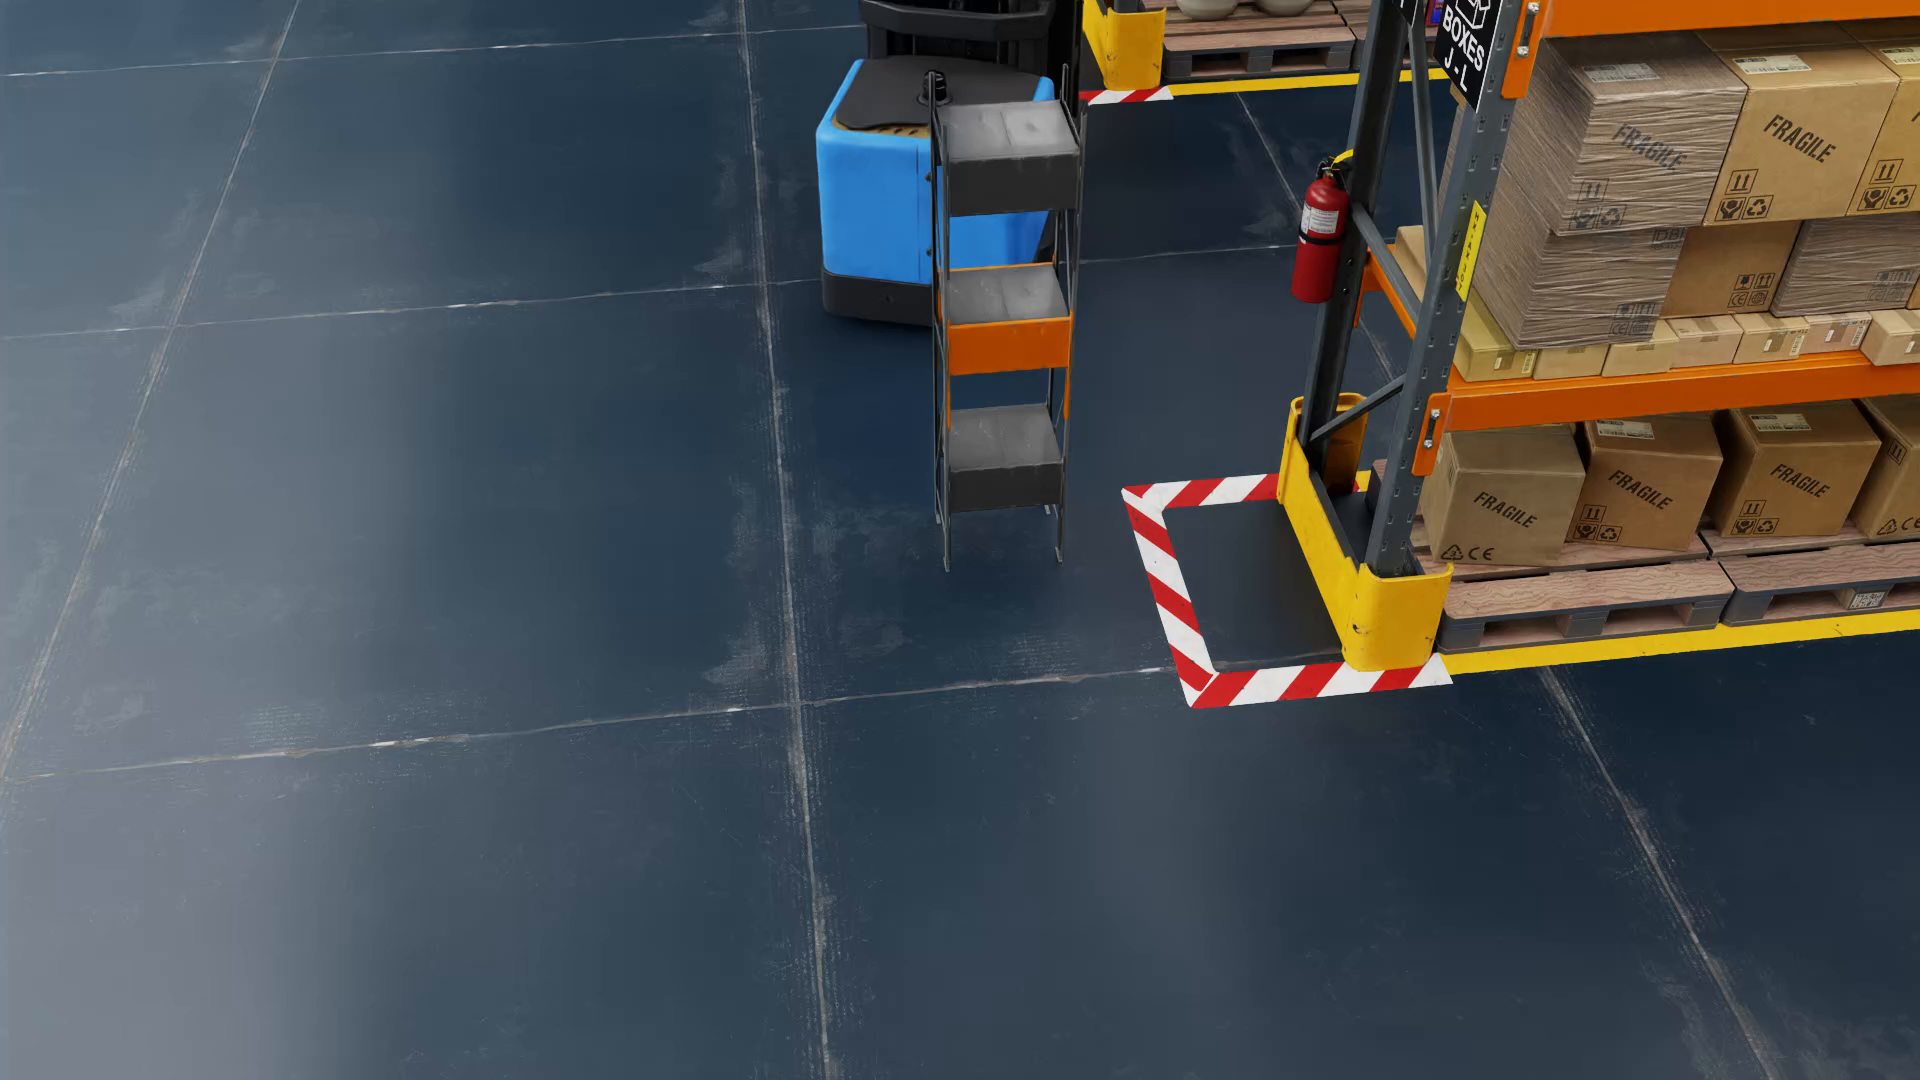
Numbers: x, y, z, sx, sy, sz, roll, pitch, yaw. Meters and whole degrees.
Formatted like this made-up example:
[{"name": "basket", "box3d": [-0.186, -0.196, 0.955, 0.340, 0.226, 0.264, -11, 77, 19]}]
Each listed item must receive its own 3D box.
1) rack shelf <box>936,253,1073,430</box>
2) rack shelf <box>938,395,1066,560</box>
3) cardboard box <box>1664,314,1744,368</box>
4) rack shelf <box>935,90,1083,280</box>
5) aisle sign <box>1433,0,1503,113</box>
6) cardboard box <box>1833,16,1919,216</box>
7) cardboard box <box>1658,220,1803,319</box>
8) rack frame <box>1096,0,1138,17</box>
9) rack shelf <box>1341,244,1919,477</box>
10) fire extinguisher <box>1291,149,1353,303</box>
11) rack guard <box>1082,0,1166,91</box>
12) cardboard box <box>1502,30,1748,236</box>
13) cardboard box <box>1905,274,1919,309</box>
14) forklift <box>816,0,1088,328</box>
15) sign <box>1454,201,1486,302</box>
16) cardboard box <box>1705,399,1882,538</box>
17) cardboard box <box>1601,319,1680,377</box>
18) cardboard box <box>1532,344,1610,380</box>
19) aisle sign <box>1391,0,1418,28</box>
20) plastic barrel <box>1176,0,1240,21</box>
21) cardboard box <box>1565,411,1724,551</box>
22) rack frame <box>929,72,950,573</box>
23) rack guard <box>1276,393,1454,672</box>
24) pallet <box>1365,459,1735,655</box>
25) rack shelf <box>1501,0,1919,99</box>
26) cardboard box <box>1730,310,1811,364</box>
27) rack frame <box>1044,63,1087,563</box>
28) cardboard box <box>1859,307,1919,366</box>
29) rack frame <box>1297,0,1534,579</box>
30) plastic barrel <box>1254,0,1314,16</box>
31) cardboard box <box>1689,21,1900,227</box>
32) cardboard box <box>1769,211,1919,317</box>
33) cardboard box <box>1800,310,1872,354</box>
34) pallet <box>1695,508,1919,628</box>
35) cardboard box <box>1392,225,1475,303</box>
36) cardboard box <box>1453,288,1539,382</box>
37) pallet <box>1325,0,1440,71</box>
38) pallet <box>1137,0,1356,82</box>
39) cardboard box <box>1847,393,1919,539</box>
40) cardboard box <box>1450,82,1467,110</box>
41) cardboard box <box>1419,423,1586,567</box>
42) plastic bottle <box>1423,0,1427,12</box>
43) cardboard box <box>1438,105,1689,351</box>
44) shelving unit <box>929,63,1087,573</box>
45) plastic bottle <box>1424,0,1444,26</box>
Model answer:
[{"name": "rack shelf", "box3d": [0.164, -0.784, 6.572, 0.480, 0.518, 0.431, -5, 42, -6]}, {"name": "rack shelf", "box3d": [0.164, -0.264, 7.041, 0.480, 0.518, 0.431, -5, 42, -6]}, {"name": "cardboard box", "box3d": [2.644, -0.805, 6.091, 0.250, 0.149, 0.380, -5, 42, -6]}, {"name": "rack shelf", "box3d": [0.164, -1.304, 6.103, 0.480, 0.518, 0.431, -5, 42, -6]}, {"name": "aisle sign", "box3d": [1.563, -1.737, 4.995, 0.004, 0.787, 0.394, -5, 42, -6]}, {"name": "cardboard box", "box3d": [3.158, -1.445, 5.569, 0.500, 0.500, 0.500, -5, 42, -6]}, {"name": "cardboard box", "box3d": [2.615, -1.276, 6.129, 0.500, 0.500, 0.875, -5, 42, -6]}, {"name": "rack frame", "box3d": [0.943, -4.266, 9.739, 0.127, 3.000, 1.000, -5, 42, -6]}, {"name": "rack shelf", "box3d": [3.569, -0.883, 6.526, 4.000, 0.370, 1.077, -5, 42, -6]}, {"name": "fire extinguisher", "box3d": [1.412, -1.244, 6.447, 0.183, 0.674, 0.296, -5, 42, -6]}, {"name": "rack guard", "box3d": [1.013, -3.375, 10.619, 0.348, 0.500, 1.175, -5, 42, -6]}, {"name": "cardboard box", "box3d": [2.166, -1.362, 5.477, 0.500, 0.500, 0.500, -5, 42, -6]}, {"name": "cardboard box", "box3d": [3.613, -1.327, 6.185, 0.500, 0.500, 0.875, -5, 42, -6]}, {"name": "forklift", "box3d": [0.106, -3.103, 8.502, 1.130, 2.935, 3.031, 8, 43, 9]}, {"name": "sign", "box3d": [1.656, -0.937, 5.403, 0.005, 0.325, 0.100, -5, 42, -6]}, {"name": "cardboard box", "box3d": [3.418, -0.363, 6.966, 0.500, 0.500, 0.500, -1, 42, -2]}, {"name": "cardboard box", "box3d": [2.399, -0.770, 6.052, 0.250, 0.149, 0.380, -5, 42, -6]}, {"name": "cardboard box", "box3d": [2.149, -0.758, 6.039, 0.250, 0.149, 0.380, -5, 42, -6]}, {"name": "aisle sign", "box3d": [1.485, -2.135, 5.437, 0.004, 0.787, 0.394, -5, 42, -6]}, {"name": "plastic barrel", "box3d": [1.586, -3.606, 10.552, 0.421, 0.512, 0.421, 0, 42, 0]}, {"name": "cardboard box", "box3d": [2.795, -0.322, 6.920, 0.500, 0.500, 0.500, 5, 42, 6]}, {"name": "rack frame", "box3d": [-0.078, -0.773, 6.539, 0.015, 2.100, 0.400, -5, 42, -6]}, {"name": "rack guard", "box3d": [1.661, -0.055, 6.937, 0.348, 0.500, 1.175, -5, 42, -6]}, {"name": "pallet", "box3d": [2.471, 0.006, 7.086, 1.213, 0.211, 1.003, -5, 42, -6]}, {"name": "rack shelf", "box3d": [3.569, -1.997, 5.522, 4.000, 0.370, 1.077, -5, 42, -6]}, {"name": "cardboard box", "box3d": [2.893, -0.823, 6.110, 0.250, 0.149, 0.380, -5, 42, -6]}, {"name": "rack frame", "box3d": [0.406, -0.815, 6.586, 0.015, 2.100, 0.400, -5, 42, -6]}, {"name": "cardboard box", "box3d": [3.399, -0.815, 6.102, 0.250, 0.149, 0.380, -5, 42, -6]}, {"name": "rack frame", "box3d": [1.585, -0.976, 6.093, 0.127, 3.000, 1.000, -5, 42, -6]}, {"name": "plastic barrel", "box3d": [2.083, -3.649, 10.600, 0.421, 0.512, 0.421, 0, 42, 0]}, {"name": "cardboard box", "box3d": [2.663, -1.401, 5.520, 0.500, 0.500, 0.500, -5, 42, -6]}, {"name": "cardboard box", "box3d": [3.116, -1.291, 6.145, 0.500, 0.500, 0.875, -5, 42, -6]}, {"name": "cardboard box", "box3d": [3.138, -0.862, 6.154, 0.250, 0.149, 0.380, -5, 42, -6]}, {"name": "pallet", "box3d": [3.678, -0.098, 7.201, 1.213, 0.211, 1.003, -5, 42, -6]}, {"name": "cardboard box", "box3d": [1.841, -1.045, 6.356, 0.250, 0.149, 0.380, -5, 42, -6]}, {"name": "cardboard box", "box3d": [1.899, -0.749, 6.029, 0.250, 0.149, 0.380, -5, 42, -6]}, {"name": "pallet", "box3d": [3.026, -3.439, 10.905, 1.213, 0.211, 1.003, -5, 42, -6]}, {"name": "pallet", "box3d": [1.819, -3.335, 10.790, 1.213, 0.211, 1.003, -5, 42, -6]}, {"name": "cardboard box", "box3d": [3.977, -0.382, 6.987, 0.500, 0.500, 0.500, -9, 43, -9]}, {"name": "cardboard box", "box3d": [2.099, -1.707, 5.860, 0.500, 0.500, 0.500, -5, 42, -6]}, {"name": "cardboard box", "box3d": [2.207, -0.247, 6.837, 0.500, 0.500, 0.500, 2, 42, 2]}, {"name": "plastic bottle", "box3d": [2.884, -3.349, 10.484, 0.097, 0.201, 0.097, 0, 42, 0]}, {"name": "cardboard box", "box3d": [2.134, -1.153, 5.992, 0.500, 0.500, 0.875, -5, 42, -6]}, {"name": "shelving unit", "box3d": [0.164, -0.794, 6.563, 0.503, 2.100, 0.431, -5, 42, -6]}, {"name": "plastic bottle", "box3d": [3.008, -3.378, 10.455, 0.133, 0.283, 0.061, -4, 42, -5]}]
